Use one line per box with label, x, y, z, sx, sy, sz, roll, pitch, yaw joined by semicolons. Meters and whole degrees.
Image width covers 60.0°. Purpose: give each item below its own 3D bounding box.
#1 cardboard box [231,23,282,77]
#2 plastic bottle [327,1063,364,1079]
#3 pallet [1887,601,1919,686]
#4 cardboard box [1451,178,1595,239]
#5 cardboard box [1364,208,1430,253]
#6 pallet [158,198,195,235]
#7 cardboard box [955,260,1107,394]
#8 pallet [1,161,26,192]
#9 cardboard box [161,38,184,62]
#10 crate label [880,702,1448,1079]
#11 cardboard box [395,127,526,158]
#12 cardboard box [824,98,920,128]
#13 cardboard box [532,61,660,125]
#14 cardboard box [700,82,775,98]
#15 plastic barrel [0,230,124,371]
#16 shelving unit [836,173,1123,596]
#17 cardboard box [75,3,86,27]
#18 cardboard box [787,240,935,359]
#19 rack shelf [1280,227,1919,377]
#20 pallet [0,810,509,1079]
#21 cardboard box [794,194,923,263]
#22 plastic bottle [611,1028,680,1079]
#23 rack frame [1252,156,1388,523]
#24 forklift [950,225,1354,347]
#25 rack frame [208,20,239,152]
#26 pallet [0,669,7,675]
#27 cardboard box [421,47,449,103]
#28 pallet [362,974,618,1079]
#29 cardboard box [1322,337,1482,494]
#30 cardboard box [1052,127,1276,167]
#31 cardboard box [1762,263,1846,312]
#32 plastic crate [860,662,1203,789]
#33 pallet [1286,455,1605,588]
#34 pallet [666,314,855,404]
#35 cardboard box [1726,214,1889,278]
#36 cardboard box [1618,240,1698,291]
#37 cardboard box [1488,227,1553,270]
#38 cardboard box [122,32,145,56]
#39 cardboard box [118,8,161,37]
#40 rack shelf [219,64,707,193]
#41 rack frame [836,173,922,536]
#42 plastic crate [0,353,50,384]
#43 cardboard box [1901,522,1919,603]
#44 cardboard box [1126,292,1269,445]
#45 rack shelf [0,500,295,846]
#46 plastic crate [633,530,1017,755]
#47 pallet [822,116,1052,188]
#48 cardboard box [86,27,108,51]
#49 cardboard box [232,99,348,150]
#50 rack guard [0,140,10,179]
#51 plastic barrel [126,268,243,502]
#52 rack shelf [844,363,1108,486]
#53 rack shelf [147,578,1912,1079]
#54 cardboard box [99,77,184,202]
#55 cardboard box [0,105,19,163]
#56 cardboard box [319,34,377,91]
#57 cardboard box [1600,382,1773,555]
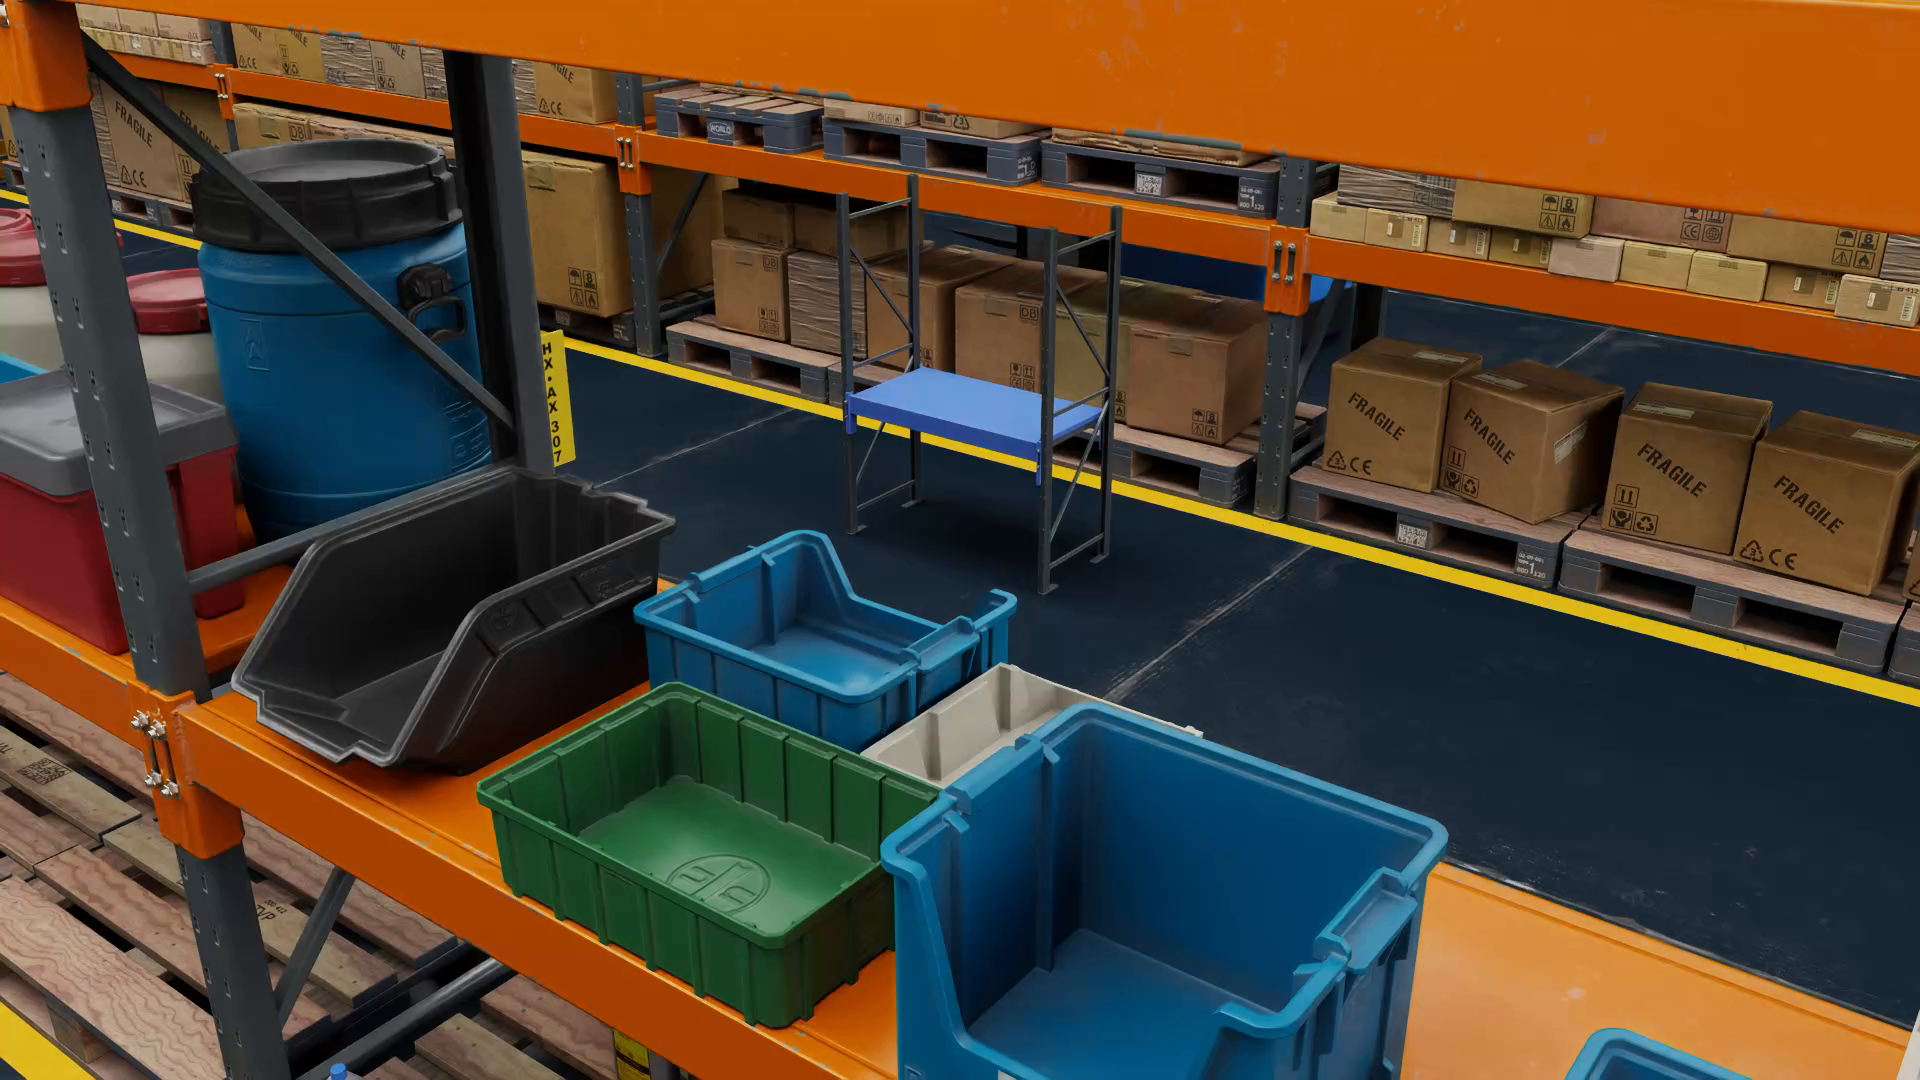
cardboard box;-4.516;-3.415;11.155;0.500;0.500;0.500;17;29;33
plastic bottle;-1.311;1.238;3.559;0.097;0.271;0.097;0;24;0
pallet;4.178;0.391;6.101;1.213;0.211;1.003;17;29;33
cardboard box;2.369;-1.547;6.548;0.500;0.500;0.875;17;29;33
cardboard box;1.851;-1.297;6.786;0.250;0.149;0.380;17;29;33
pallet;-5.296;-2.494;12.648;1.213;0.211;1.003;17;29;33
cardboard box;0.370;-1.096;8.571;0.500;0.500;0.700;14;27;29
pallet;-7.248;-3.084;13.987;1.213;0.211;1.003;17;29;33
cardboard box;-5.381;-3.476;11.731;0.250;0.149;0.380;17;29;34
crate label;0.262;0.565;2.203;0.616;0.435;0.502;17;29;33
cardboard box;-2.782;-2.205;10.648;0.875;0.875;1.225;17;29;33
cardboard box;-0.330;-2.237;8.273;0.500;0.250;0.500;16;28;32
cardboard box;-2.077;-2.679;9.485;0.500;0.500;0.500;18;29;35
cardboard box;-1.078;-2.714;9.044;0.500;0.500;0.500;13;27;27
plastic barrel;-2.524;-0.570;4.655;0.433;0.535;0.433;0;24;0
shelving unit;0.068;-0.666;6.901;1.048;1.500;0.538;17;29;33
cardboard box;-6.472;-4.022;12.474;0.500;0.250;0.500;16;28;32
cardboard box;-0.534;-1.365;9.183;0.500;0.500;0.700;14;27;29
rack shelf;3.268;-0.813;6.268;4.000;0.370;1.077;17;29;33
pallet;-1.955;1.071;4.558;1.213;0.211;1.003;17;29;33
cardboard box;-0.549;-1.717;9.050;0.500;0.250;0.500;21;31;39
plastic bottle;-0.702;1.092;3.791;0.185;0.351;0.144;17;29;33
rack frame;1.667;-1.626;7.220;0.127;3.000;1.000;17;29;33
forklift;0.905;-2.823;10.023;3.031;2.935;1.130;19;30;36
rack frame;-4.734;-3.561;11.611;0.127;3.000;1.000;17;29;33
pallet;-3.908;0.481;5.898;1.213;0.211;1.003;17;29;33
cardboard box;-2.890;-2.926;10.046;0.500;0.500;0.500;16;28;32
pallet;-0.791;1.424;3.757;1.213;0.211;1.003;17;29;33
cardboard box;1.963;-0.565;7.391;0.500;0.500;0.500;16;28;32
cardboard box;1.115;-2.330;7.553;1.000;1.000;1.000;17;29;34
cardboard box;3.094;-0.958;6.015;0.250;0.149;0.380;17;29;33
plastic crate;0.148;0.403;2.941;0.437;0.136;0.530;17;29;33
pallet;2.226;-0.199;7.440;1.213;0.211;1.003;17;29;33
pallet;-0.909;-1.128;9.548;1.213;0.211;1.003;17;29;33
cardboard box;3.205;-1.324;6.043;0.500;0.500;0.875;17;29;33
cardboard box;2.674;-1.068;6.265;0.250;0.149;0.380;17;29;33
cardboard box;2.273;-1.189;6.539;0.250;0.149;0.380;17;29;33
cardboard box;-5.792;-3.600;12.013;0.250;0.149;0.380;17;29;34
cardboard box;-5.661;-3.775;11.914;0.500;0.250;0.500;18;29;35
rack shelf;-3.134;-2.748;10.659;4.000;0.370;1.077;17;29;33
rack frame;-0.339;-0.789;7.180;0.032;1.500;0.500;17;29;33
plastic crate;-2.373;-0.187;3.974;0.575;0.384;0.392;17;29;33
cardboard box;3.879;0.003;6.102;0.500;0.500;0.500;-17;29;-34
cardboard box;1.189;-0.839;7.989;0.500;0.500;0.700;14;28;29
rack shelf;-2.904;-0.183;4.836;4.000;0.370;1.077;17;29;33
plastic crate;-0.255;0.220;3.215;0.616;0.251;0.499;17;29;33
pallet;0.075;-2.040;8.398;1.213;0.211;1.003;17;29;33
cardboard box;-6.203;-3.724;12.294;0.250;0.149;0.380;16;29;32
cardboard box;-4.210;-2.632;11.618;0.875;0.875;1.225;17;29;33
rack guard;-7.954;-3.390;14.324;0.348;0.500;1.175;17;29;33
plastic barrel;-1.937;-0.392;4.252;0.433;0.535;0.433;0;24;0
rack shelf;0.068;-0.501;6.973;1.000;0.185;0.538;17;29;33
rack shelf;0.297;0.785;2.641;4.000;0.370;1.077;17;29;33
cardboard box;-5.935;-3.184;12.870;0.875;0.875;0.875;17;29;33
cardboard box;-7.375;-3.619;13.858;0.875;0.875;0.875;17;29;33
cardboard box;-3.713;-3.172;10.605;0.500;0.500;0.500;16;28;32
cardboard box;2.970;-0.304;6.799;0.500;0.500;0.500;14;27;29
